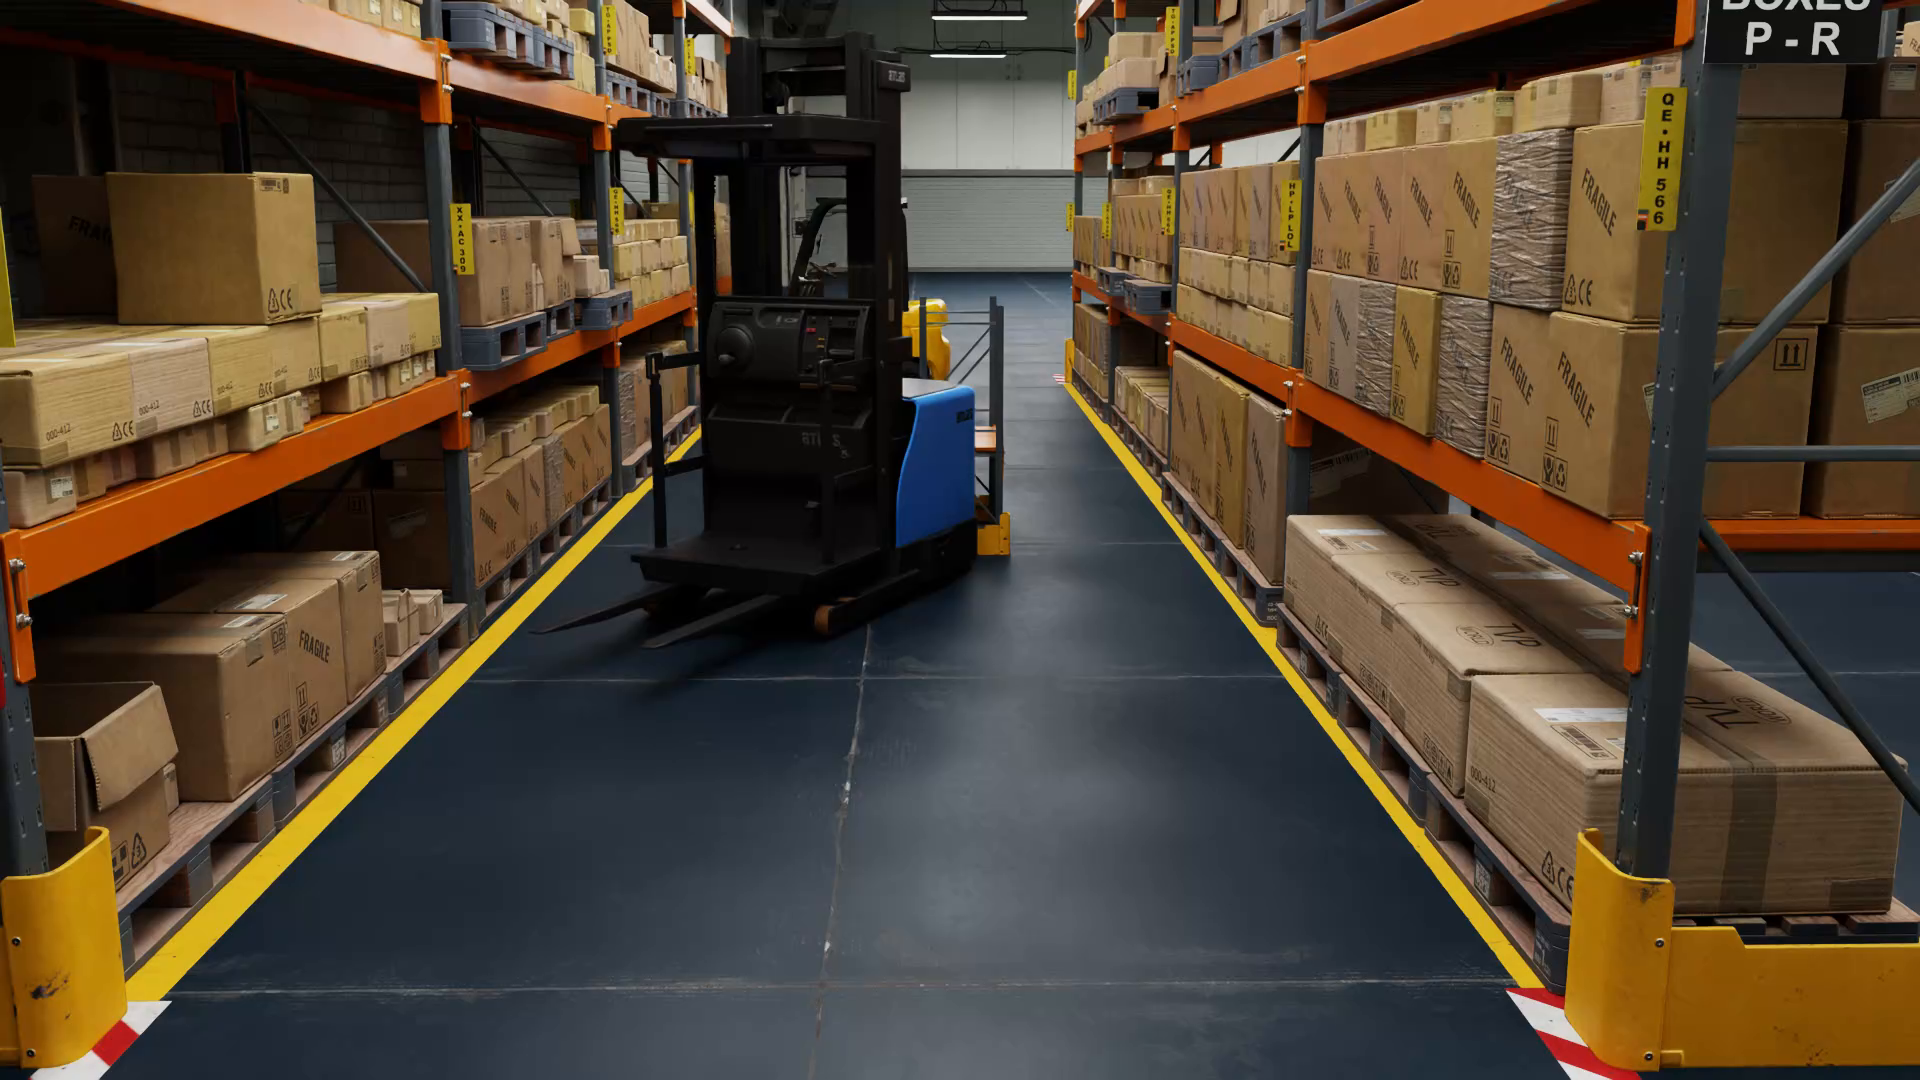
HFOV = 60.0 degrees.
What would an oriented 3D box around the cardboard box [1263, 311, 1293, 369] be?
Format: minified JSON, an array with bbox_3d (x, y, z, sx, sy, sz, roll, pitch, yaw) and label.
[{"bbox_3d":[1.835,-1.011,8.373,0.500,0.250,0.500,-1,11,-3],"label":"cardboard box"}]

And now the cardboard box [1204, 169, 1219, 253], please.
[{"bbox_3d":[1.794,-2.030,10.253,0.500,0.500,0.500,0,11,0],"label":"cardboard box"}]

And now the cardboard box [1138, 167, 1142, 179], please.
[{"bbox_3d":[2.150,-3.461,16.560,0.700,0.500,0.500,0,11,-1],"label":"cardboard box"}]

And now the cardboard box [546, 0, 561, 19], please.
[{"bbox_3d":[-2.627,-3.233,10.031,0.380,0.149,0.250,0,11,-2],"label":"cardboard box"}]

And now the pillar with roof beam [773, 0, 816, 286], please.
[{"bbox_3d":[-0.193,-10.947,41.884,9.100,9.000,0.548,0,11,-1],"label":"pillar with roof beam"}]

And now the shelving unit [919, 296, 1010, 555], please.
[{"bbox_3d":[-0.002,-0.750,10.485,0.587,1.500,1.083,0,11,-1],"label":"shelving unit"}]

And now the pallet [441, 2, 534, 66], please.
[{"bbox_3d":[-2.810,-2.483,8.181,1.213,0.211,1.003,0,11,-1],"label":"pallet"}]

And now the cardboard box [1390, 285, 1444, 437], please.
[{"bbox_3d":[1.864,-0.649,5.964,0.500,0.500,0.500,0,11,1],"label":"cardboard box"}]

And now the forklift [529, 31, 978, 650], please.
[{"bbox_3d":[-0.980,-1.053,8.377,1.130,2.935,3.031,5,13,25],"label":"forklift"}]

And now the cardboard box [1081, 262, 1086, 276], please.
[{"bbox_3d":[1.551,-3.036,18.612,0.380,0.149,0.250,0,11,0],"label":"cardboard box"}]

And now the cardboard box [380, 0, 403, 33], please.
[{"bbox_3d":[-2.562,-2.203,6.960,0.380,0.149,0.250,0,11,-1],"label":"cardboard box"}]

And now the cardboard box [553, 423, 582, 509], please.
[{"bbox_3d":[-2.712,-0.464,10.533,0.500,0.500,0.500,0,11,1],"label":"cardboard box"}]

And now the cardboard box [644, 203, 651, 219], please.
[{"bbox_3d":[-2.855,-3.194,16.127,0.380,0.149,0.250,0,11,0],"label":"cardboard box"}]

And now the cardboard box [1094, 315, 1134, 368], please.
[{"bbox_3d":[1.638,-2.030,16.992,0.500,0.500,0.500,0,11,0],"label":"cardboard box"}]

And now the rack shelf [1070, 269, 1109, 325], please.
[{"bbox_3d":[1.889,-2.631,17.794,1.077,0.370,4.000,0,11,-1],"label":"rack shelf"}]

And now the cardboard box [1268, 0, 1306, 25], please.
[{"bbox_3d":[1.868,-2.802,8.452,0.500,0.311,0.500,0,11,-1],"label":"cardboard box"}]

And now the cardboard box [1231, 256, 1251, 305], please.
[{"bbox_3d":[1.809,-1.456,9.313,0.500,0.250,0.500,0,11,0],"label":"cardboard box"}]

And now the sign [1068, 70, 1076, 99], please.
[{"bbox_3d":[1.305,-5.277,19.286,0.100,0.325,0.005,0,11,-1],"label":"sign"}]

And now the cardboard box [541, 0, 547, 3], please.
[{"bbox_3d":[-2.525,-3.089,9.274,0.380,0.149,0.250,0,11,-1],"label":"cardboard box"}]

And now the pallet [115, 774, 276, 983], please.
[{"bbox_3d":[-2.803,1.013,5.033,1.003,0.211,1.213,0,11,-1],"label":"pallet"}]

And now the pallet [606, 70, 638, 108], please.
[{"bbox_3d":[-3.053,-3.282,12.123,1.213,0.211,1.003,0,11,1],"label":"pallet"}]

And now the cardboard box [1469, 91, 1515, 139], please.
[{"bbox_3d":[1.890,-1.382,5.428,0.380,0.149,0.250,0,11,0],"label":"cardboard box"}]

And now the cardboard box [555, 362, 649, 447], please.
[{"bbox_3d":[-2.970,-1.066,13.185,0.875,0.625,0.625,0,11,1],"label":"cardboard box"}]

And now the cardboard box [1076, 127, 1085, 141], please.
[{"bbox_3d":[1.530,-4.661,19.077,0.380,0.149,0.250,0,11,-1],"label":"cardboard box"}]

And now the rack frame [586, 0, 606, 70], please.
[{"bbox_3d":[-2.949,-4.710,11.143,1.000,3.000,0.127,0,11,-1],"label":"rack frame"}]

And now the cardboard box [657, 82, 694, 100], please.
[{"bbox_3d":[-2.738,-4.257,15.779,0.380,0.149,0.250,0,11,0],"label":"cardboard box"}]

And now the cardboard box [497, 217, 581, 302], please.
[{"bbox_3d":[-2.731,-1.703,10.091,0.797,0.503,0.637,-1,11,-2],"label":"cardboard box"}]

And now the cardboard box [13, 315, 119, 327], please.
[{"bbox_3d":[-3.084,-0.647,5.834,0.500,0.250,0.500,0,11,-1],"label":"cardboard box"}]

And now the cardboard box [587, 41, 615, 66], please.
[{"bbox_3d":[-2.653,-3.451,11.760,0.380,0.166,0.250,0,11,-1],"label":"cardboard box"}]

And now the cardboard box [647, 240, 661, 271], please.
[{"bbox_3d":[-2.752,-2.336,13.648,0.500,0.250,0.500,0,11,0],"label":"cardboard box"}]

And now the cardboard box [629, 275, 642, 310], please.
[{"bbox_3d":[-2.720,-1.886,12.687,0.500,0.250,0.500,0,11,-2],"label":"cardboard box"}]

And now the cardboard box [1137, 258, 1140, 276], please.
[{"bbox_3d":[1.660,-2.246,13.659,0.380,0.149,0.250,-1,11,-3],"label":"cardboard box"}]

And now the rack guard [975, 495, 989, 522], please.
[{"bbox_3d":[-0.012,-0.237,11.097,0.587,0.250,0.087,0,11,-1],"label":"rack guard"}]

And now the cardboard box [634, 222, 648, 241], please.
[{"bbox_3d":[-2.699,-2.458,13.247,0.380,0.149,0.250,0,11,0],"label":"cardboard box"}]

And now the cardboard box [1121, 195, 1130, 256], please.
[{"bbox_3d":[1.661,-2.695,14.241,0.500,0.500,0.500,0,11,-1],"label":"cardboard box"}]

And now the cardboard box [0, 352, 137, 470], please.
[{"bbox_3d":[-2.524,-0.343,4.336,0.500,0.250,0.500,0,11,-1],"label":"cardboard box"}]

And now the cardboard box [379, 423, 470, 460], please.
[{"bbox_3d":[-2.669,-0.491,8.288,0.380,0.149,0.250,0,11,-2],"label":"cardboard box"}]

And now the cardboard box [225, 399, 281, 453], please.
[{"bbox_3d":[-2.493,-0.379,5.516,0.380,0.149,0.250,-1,11,-3],"label":"cardboard box"}]

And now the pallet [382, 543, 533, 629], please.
[{"bbox_3d":[-2.921,0.230,8.893,1.003,0.211,1.213,0,11,-1],"label":"pallet"}]

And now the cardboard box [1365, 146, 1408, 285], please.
[{"bbox_3d":[1.867,-1.237,6.346,0.500,0.500,0.500,0,11,0],"label":"cardboard box"}]

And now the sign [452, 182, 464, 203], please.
[{"bbox_3d":[-3.504,-2.334,11.609,0.100,0.325,0.005,0,11,-1],"label":"sign"}]

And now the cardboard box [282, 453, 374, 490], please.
[{"bbox_3d":[-3.163,-0.345,8.317,0.380,0.149,0.250,-1,11,-3],"label":"cardboard box"}]

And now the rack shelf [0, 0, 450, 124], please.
[{"bbox_3d":[-2.825,-1.695,5.633,1.077,0.370,4.000,0,11,-1],"label":"rack shelf"}]

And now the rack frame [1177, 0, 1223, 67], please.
[{"bbox_3d":[2.013,-4.731,11.247,1.000,3.000,0.127,0,11,-1],"label":"rack frame"}]

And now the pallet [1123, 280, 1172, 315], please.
[{"bbox_3d":[1.892,-1.838,12.558,1.213,0.211,1.003,0,11,-1],"label":"pallet"}]

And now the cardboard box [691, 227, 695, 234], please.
[{"bbox_3d":[-2.782,-3.048,16.155,0.380,0.149,0.250,0,11,0],"label":"cardboard box"}]

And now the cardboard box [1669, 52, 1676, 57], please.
[{"bbox_3d":[7.198,-4.794,16.419,0.380,0.149,0.250,0,11,-2],"label":"cardboard box"}]

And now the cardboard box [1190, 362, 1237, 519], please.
[{"bbox_3d":[1.959,-0.641,10.460,0.875,0.875,0.875,0,11,0],"label":"cardboard box"}]

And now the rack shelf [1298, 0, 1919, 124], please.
[{"bbox_3d":[2.137,-1.716,5.738,1.077,0.370,4.000,0,11,-1],"label":"rack shelf"}]

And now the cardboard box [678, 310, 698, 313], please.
[{"bbox_3d":[-2.754,-2.316,17.774,0.500,0.250,0.500,0,11,-2],"label":"cardboard box"}]

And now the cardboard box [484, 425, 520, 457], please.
[{"bbox_3d":[-2.695,-0.556,9.354,0.380,0.149,0.250,0,11,-1],"label":"cardboard box"}]

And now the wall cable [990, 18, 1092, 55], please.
[{"bbox_3d":[2.439,-15.919,50.061,3.097,2.526,0.112,0,11,-1],"label":"wall cable"}]
